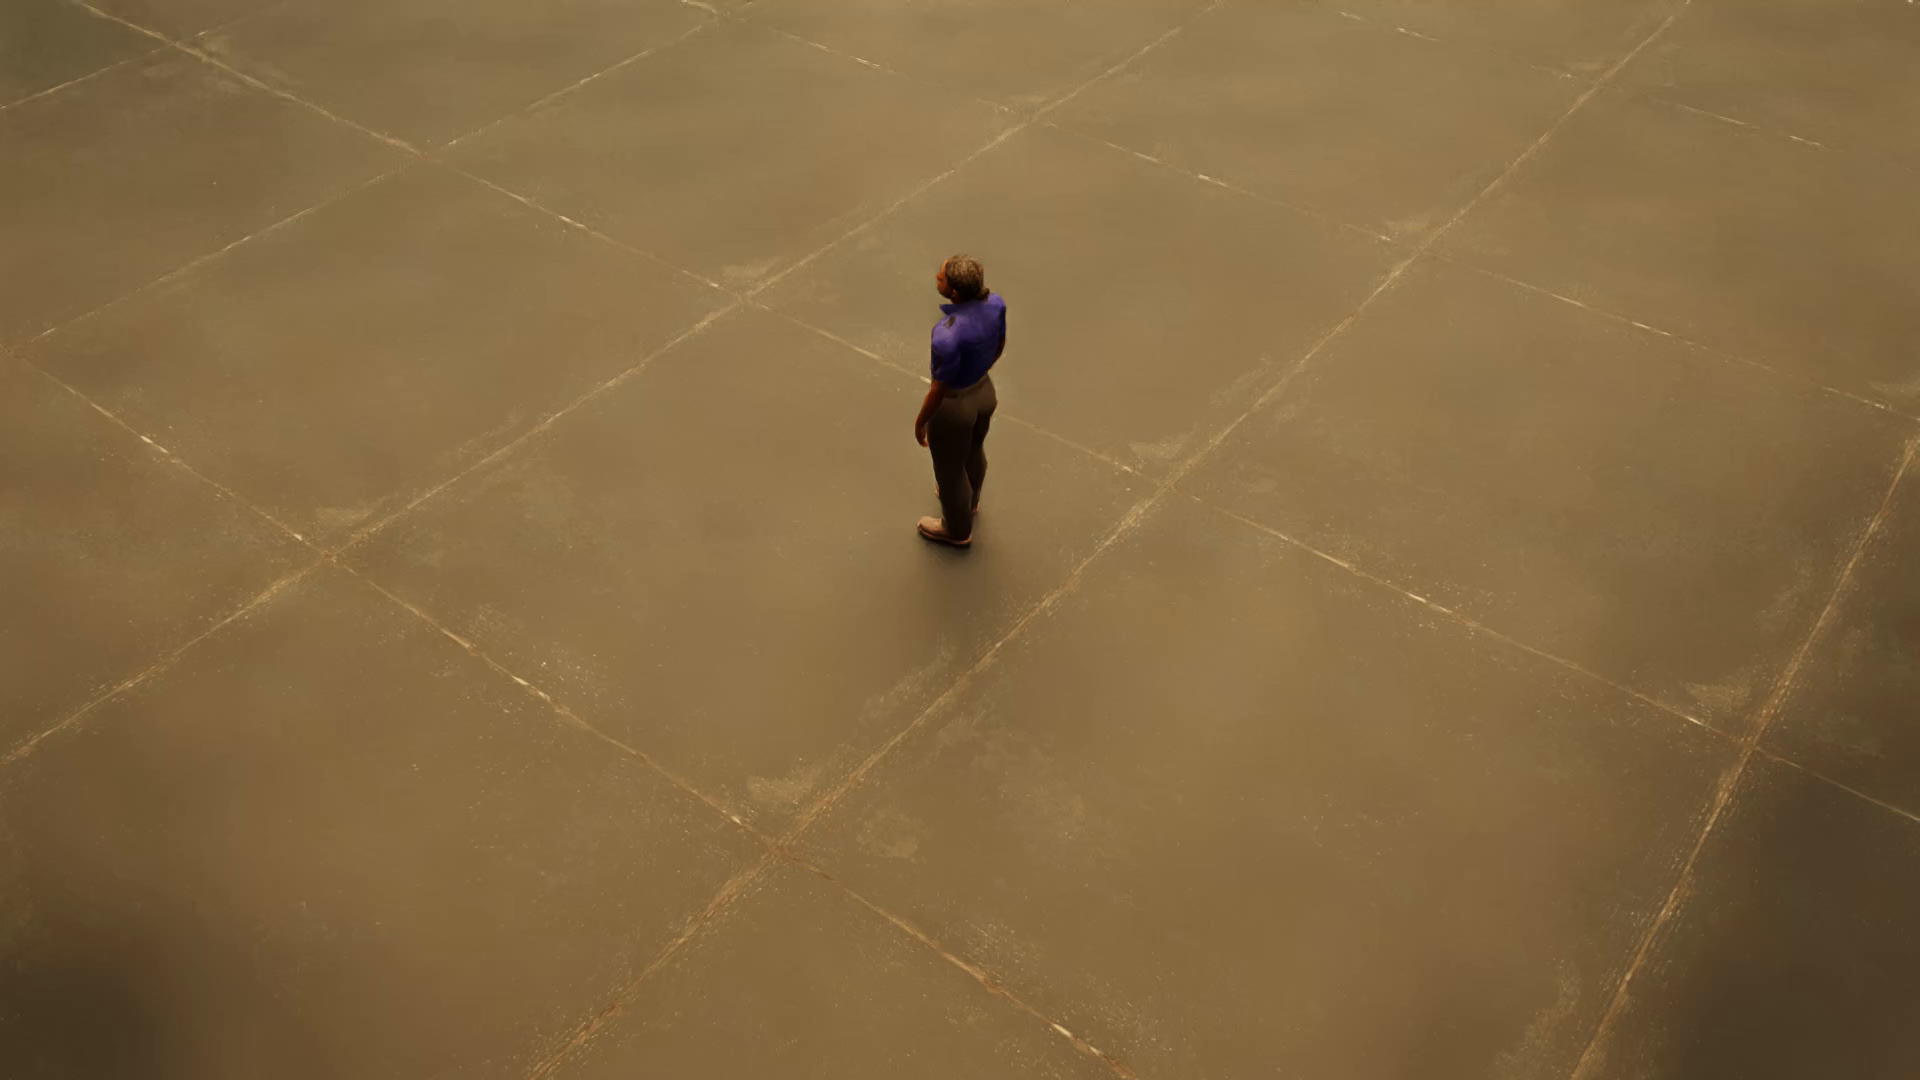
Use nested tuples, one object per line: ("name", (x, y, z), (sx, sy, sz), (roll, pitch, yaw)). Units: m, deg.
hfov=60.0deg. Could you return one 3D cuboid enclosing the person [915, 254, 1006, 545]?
("person", (-0.058, -0.680, 7.844), (0.503, 1.654, 0.570), (26, 47, 28))
